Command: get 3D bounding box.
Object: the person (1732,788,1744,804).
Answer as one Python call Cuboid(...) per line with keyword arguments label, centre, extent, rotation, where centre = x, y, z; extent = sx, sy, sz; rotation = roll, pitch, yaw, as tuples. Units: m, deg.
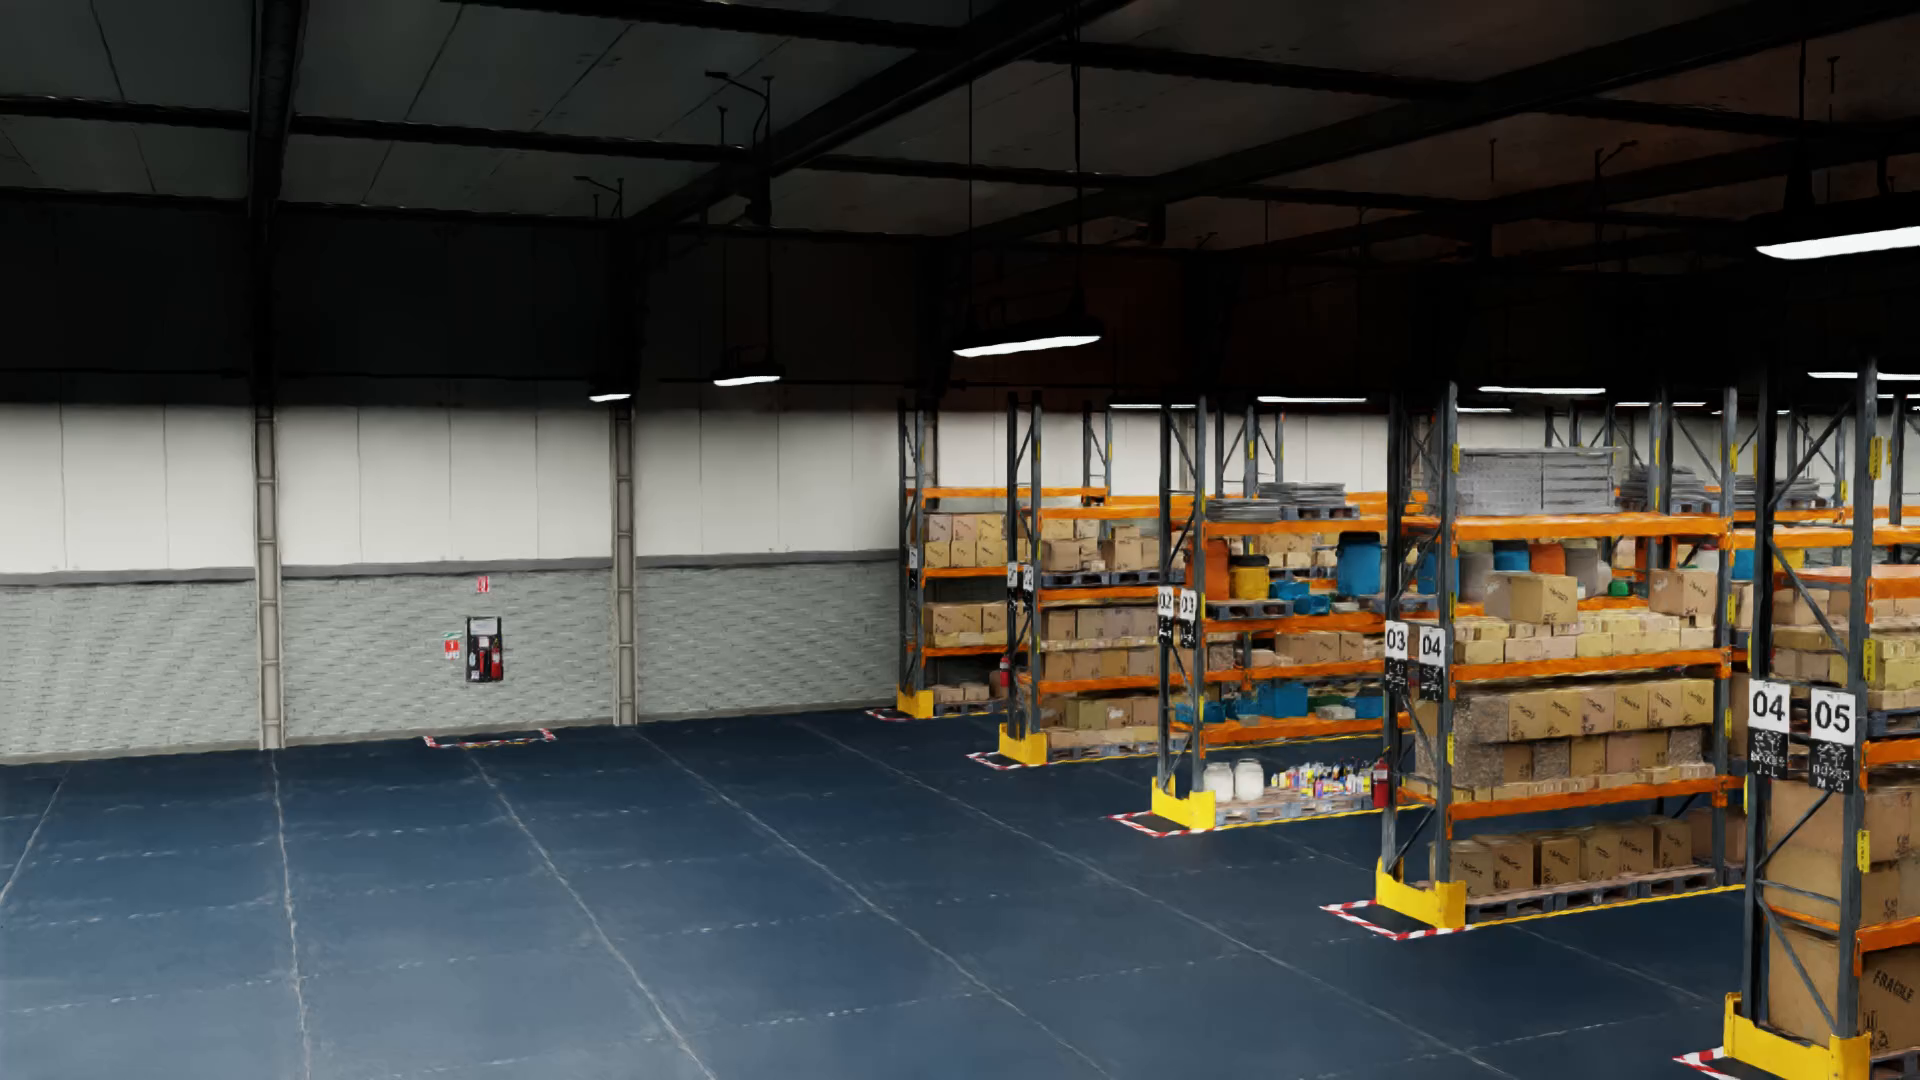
Cuboid(label="person", centre=(10.868, 3.000, 23.114), extent=(0.529, 1.590, 0.527), rotation=(0, 3, 4))
